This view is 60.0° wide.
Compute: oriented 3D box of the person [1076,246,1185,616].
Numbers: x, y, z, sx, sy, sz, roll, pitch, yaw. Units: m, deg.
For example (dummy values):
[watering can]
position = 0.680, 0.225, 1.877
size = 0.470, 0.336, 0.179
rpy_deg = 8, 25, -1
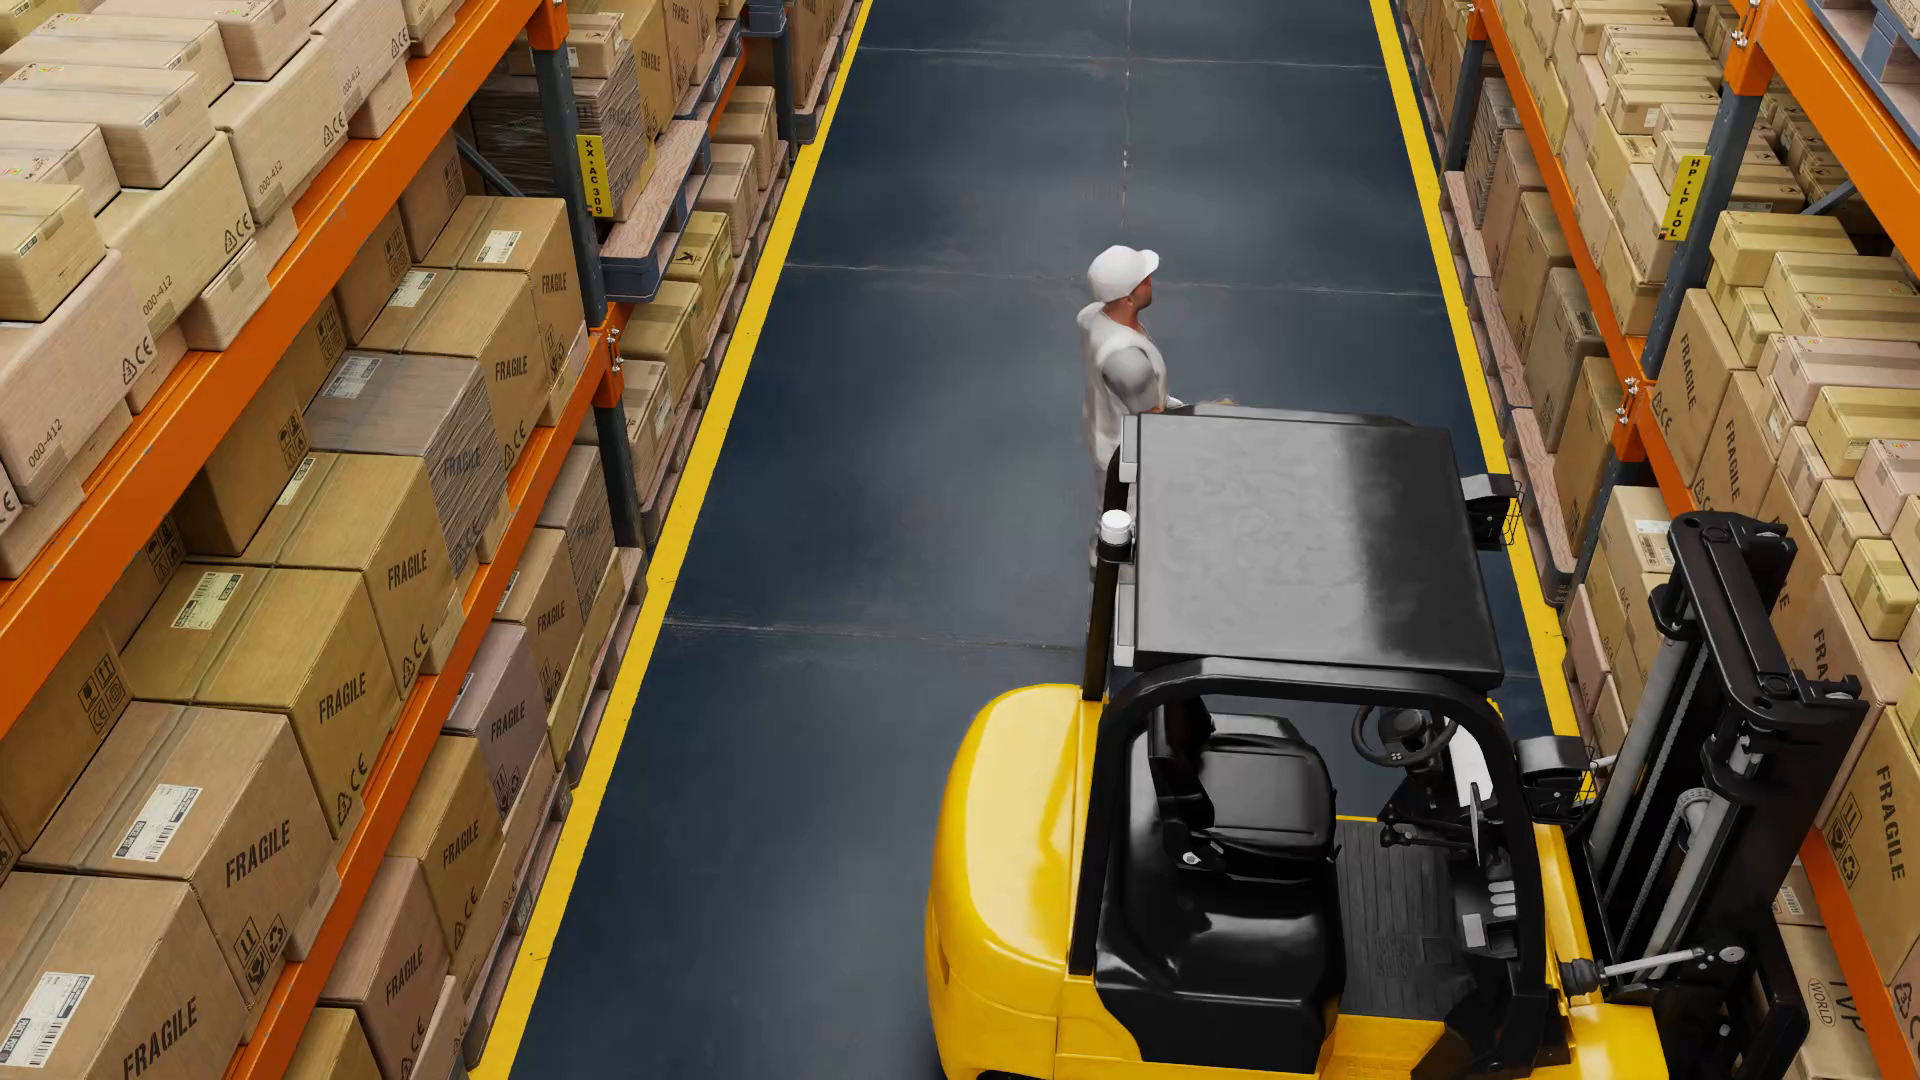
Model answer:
[person]
position = 0.716, -0.357, 6.558
size = 0.514, 1.794, 0.560
rpy_deg = -7, 40, -9
